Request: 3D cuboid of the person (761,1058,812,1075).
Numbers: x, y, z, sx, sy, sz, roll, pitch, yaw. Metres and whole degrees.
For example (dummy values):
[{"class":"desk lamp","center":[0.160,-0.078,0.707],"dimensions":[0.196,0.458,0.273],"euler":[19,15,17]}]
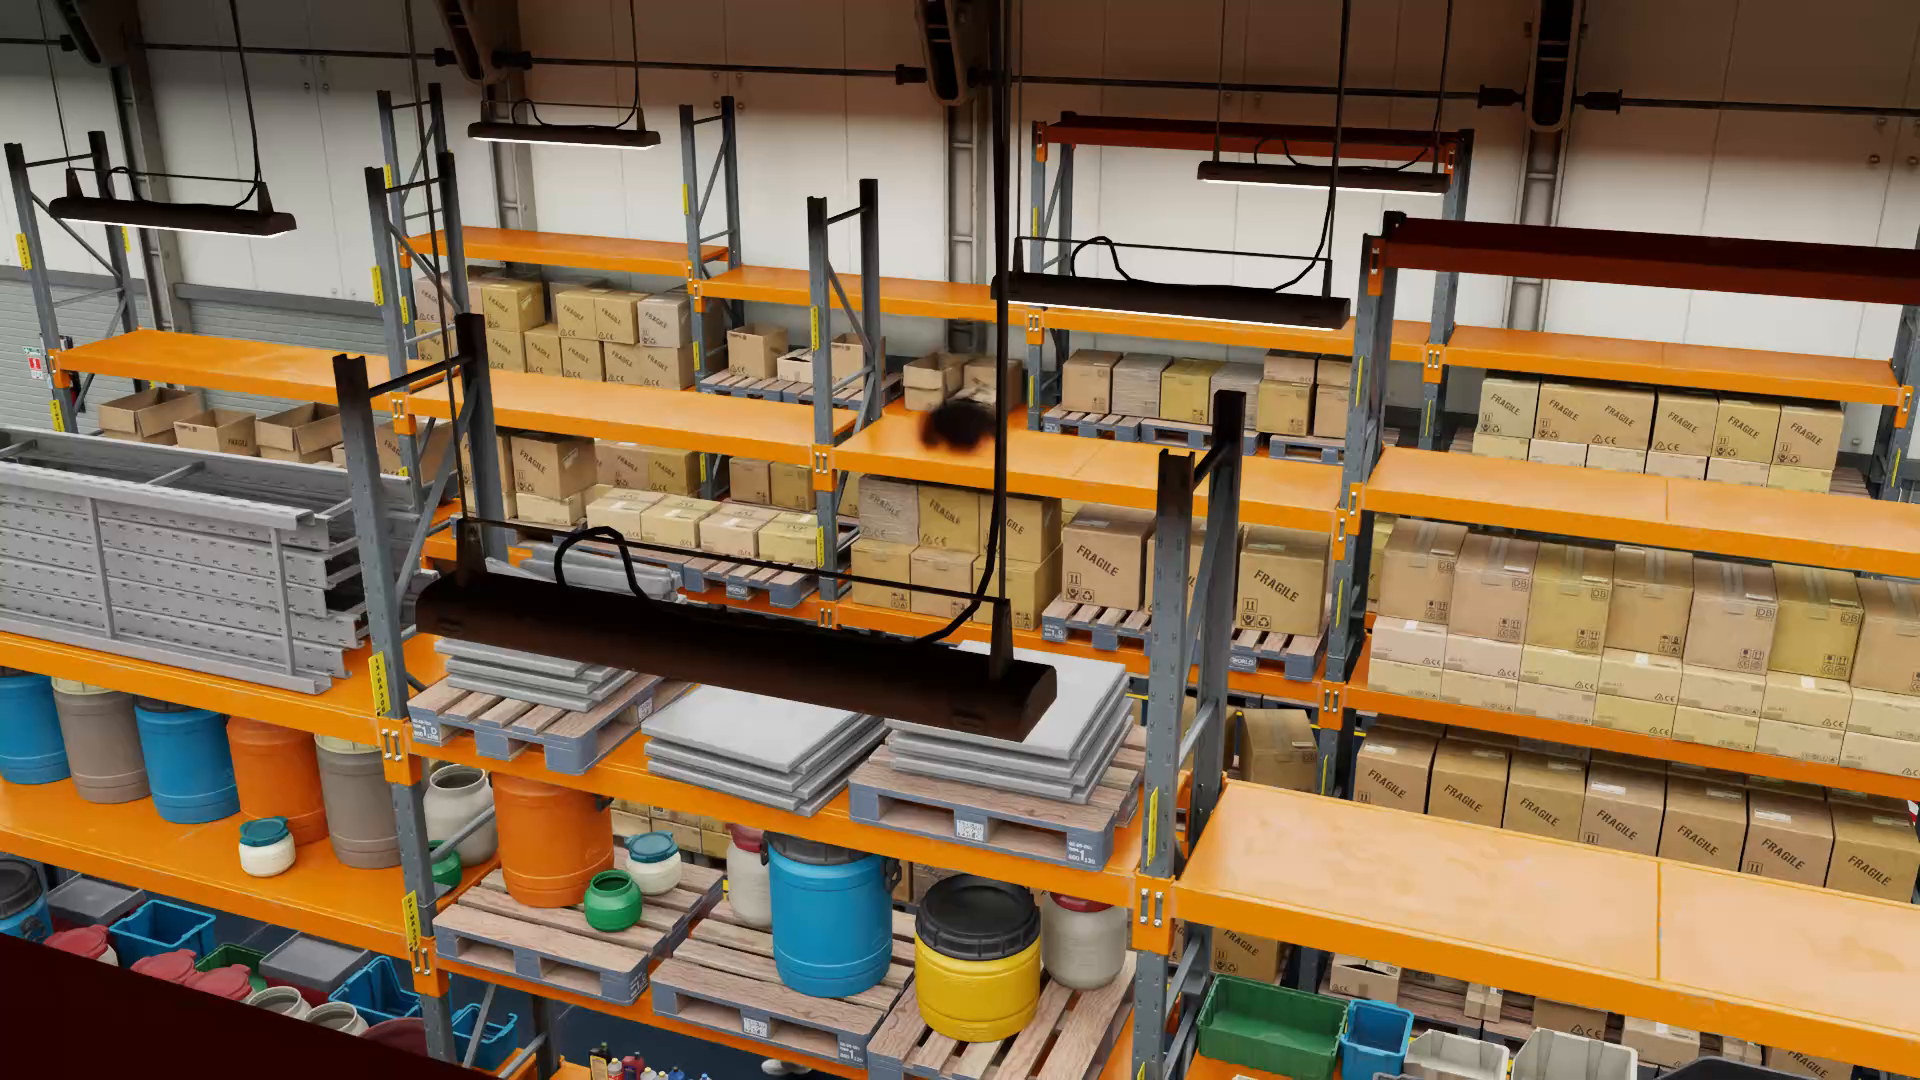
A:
[{"class":"person","center":[-1.216,3.116,11.821],"dimensions":[0.713,1.715,0.701],"euler":[2,21,5]}]
